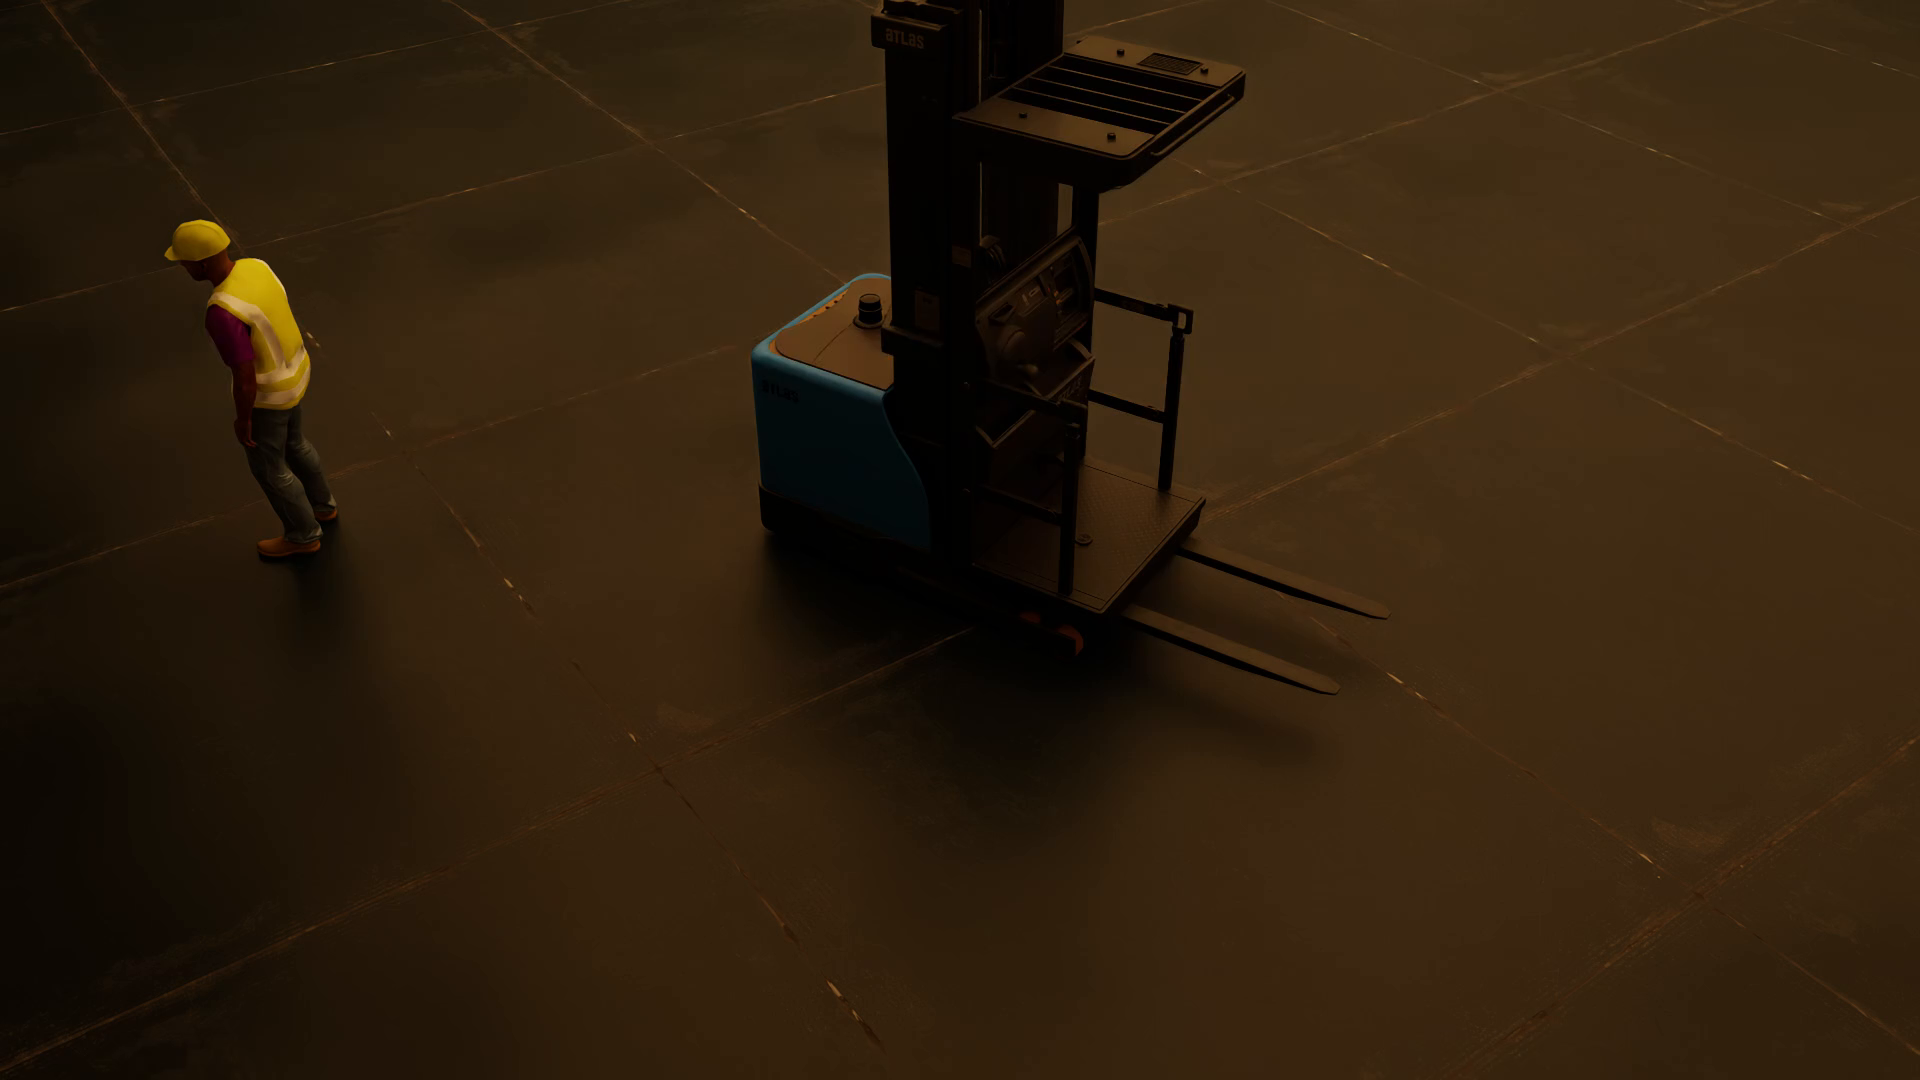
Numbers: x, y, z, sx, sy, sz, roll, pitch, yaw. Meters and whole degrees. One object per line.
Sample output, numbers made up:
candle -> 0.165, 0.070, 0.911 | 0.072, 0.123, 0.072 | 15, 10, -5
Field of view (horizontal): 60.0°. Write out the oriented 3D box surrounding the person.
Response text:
person -> -3.330, -0.724, 7.914 | 0.463, 1.759, 0.626 | 0, 36, 0

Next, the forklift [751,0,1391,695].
forklift -> 0.514, -0.985, 7.276 | 3.031, 2.935, 1.130 | 21, 41, 26
